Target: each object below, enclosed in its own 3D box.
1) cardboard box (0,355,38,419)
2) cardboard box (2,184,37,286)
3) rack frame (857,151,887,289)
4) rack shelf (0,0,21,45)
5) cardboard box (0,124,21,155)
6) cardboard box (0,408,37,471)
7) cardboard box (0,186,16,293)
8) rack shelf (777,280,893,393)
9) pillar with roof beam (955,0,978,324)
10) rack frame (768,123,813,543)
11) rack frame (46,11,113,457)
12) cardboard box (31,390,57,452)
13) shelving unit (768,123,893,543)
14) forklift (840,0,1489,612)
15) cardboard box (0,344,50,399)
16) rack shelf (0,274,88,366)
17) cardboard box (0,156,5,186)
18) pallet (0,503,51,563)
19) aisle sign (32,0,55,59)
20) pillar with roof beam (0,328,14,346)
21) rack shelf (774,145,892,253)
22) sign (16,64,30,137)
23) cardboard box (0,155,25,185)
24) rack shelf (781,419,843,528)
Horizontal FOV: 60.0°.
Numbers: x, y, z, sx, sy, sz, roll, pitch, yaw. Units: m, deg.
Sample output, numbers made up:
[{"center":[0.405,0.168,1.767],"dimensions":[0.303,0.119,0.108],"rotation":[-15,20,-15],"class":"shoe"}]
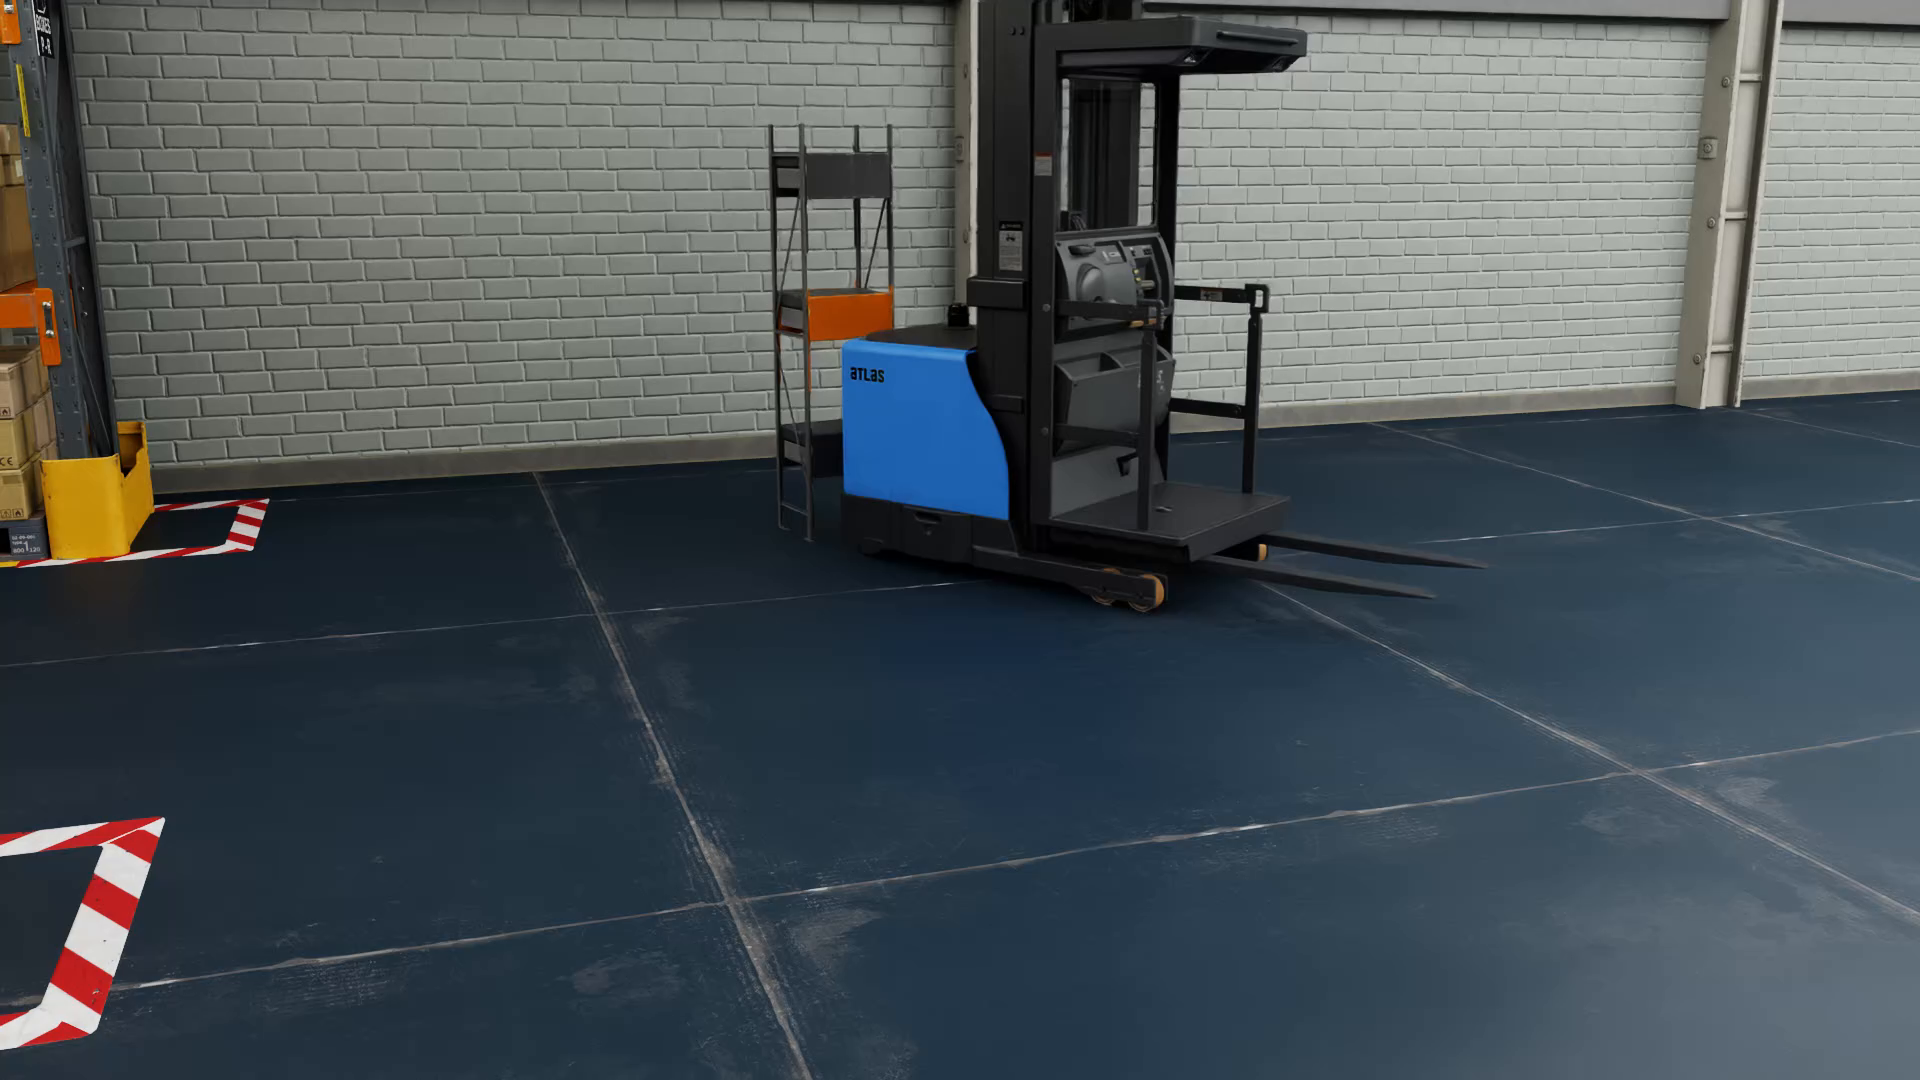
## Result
[{"center":[-4.875,-0.744,8.164],"dimensions":[0.500,0.250,0.500],"rotation":[-4,14,-16],"class":"cardboard box"},{"center":[-5.096,-1.567,8.531],"dimensions":[0.500,0.500,0.500],"rotation":[-4,14,-16],"class":"cardboard box"},{"center":[-0.447,-1.104,8.748],"dimensions":[0.006,1.831,0.380],"rotation":[-8,15,-30],"class":"rack frame"},{"center":[-6.434,-2.455,7.556],"dimensions":[4.000,0.370,1.077],"rotation":[-4,14,-18],"class":"rack shelf"},{"center":[-4.924,-2.025,8.412],"dimensions":[0.250,0.149,0.380],"rotation":[-5,14,-19],"class":"cardboard box"},{"center":[-4.900,-0.499,8.213],"dimensions":[0.500,0.250,0.500],"rotation":[-5,14,-19],"class":"cardboard box"},{"center":[-4.921,-1.448,8.034],"dimensions":[0.500,0.500,0.500],"rotation":[-5,14,-19],"class":"cardboard box"},{"center":[-0.656,-1.062,8.629],"dimensions":[0.480,0.518,0.431],"rotation":[-8,15,-30],"class":"rack shelf"},{"center":[1.574,-4.057,6.254],"dimensions":[0.400,9.000,9.100],"rotation":[-4,14,-18],"class":"pillar with roof beam"},{"center":[-0.866,-1.047,8.506],"dimensions":[0.015,2.100,0.400],"rotation":[-8,15,-30],"class":"rack frame"},{"center":[-4.537,-1.493,8.438],"dimensions":[0.053,2.616,0.949],"rotation":[-4,14,-18],"class":"rack frame"},{"center":[-5.050,-0.614,8.698],"dimensions":[0.500,0.250,0.500],"rotation":[-4,14,-17],"class":"cardboard box"},{"center":[-0.658,-1.075,8.625],"dimensions":[0.499,2.100,0.431],"rotation":[-8,15,-30],"class":"shelving unit"},{"center":[0.723,-1.277,7.677],"dimensions":[3.444,2.935,1.130],"rotation":[10,17,35],"class":"forklift"},{"center":[-5.054,-0.853,8.620],"dimensions":[0.500,0.250,0.500],"rotation":[-5,14,-19],"class":"cardboard box"},{"center":[-6.434,-0.996,7.903],"dimensions":[4.000,0.370,1.077],"rotation":[-4,14,-18],"class":"rack shelf"},{"center":[-4.777,-1.771,7.988],"dimensions":[0.250,0.149,0.380],"rotation":[-4,14,-17],"class":"cardboard box"},{"center":[-5.249,-0.072,8.487],"dimensions":[1.213,0.211,1.003],"rotation":[-4,14,-18],"class":"pallet"},{"center":[-4.382,-2.699,7.889],"dimensions":[0.004,0.787,0.394],"rotation":[-4,14,-18],"class":"aisle sign"},{"center":[-4.112,-3.614,4.392],"dimensions":[0.400,9.000,9.100],"rotation":[-4,14,-18],"class":"pillar with roof beam"},{"center":[-0.656,-1.743,8.467],"dimensions":[0.480,0.518,0.431],"rotation":[-8,15,-30],"class":"rack shelf"},{"center":[-4.378,-2.052,7.775],"dimensions":[0.005,0.325,0.100],"rotation":[-4,14,-18],"class":"sign"},{"center":[-4.942,-1.890,8.488],"dimensions":[0.250,0.149,0.380],"rotation":[-5,14,-20],"class":"cardboard box"},{"center":[-0.656,-0.381,8.791],"dimensions":[0.480,0.518,0.431],"rotation":[-8,15,-30],"class":"rack shelf"}]
